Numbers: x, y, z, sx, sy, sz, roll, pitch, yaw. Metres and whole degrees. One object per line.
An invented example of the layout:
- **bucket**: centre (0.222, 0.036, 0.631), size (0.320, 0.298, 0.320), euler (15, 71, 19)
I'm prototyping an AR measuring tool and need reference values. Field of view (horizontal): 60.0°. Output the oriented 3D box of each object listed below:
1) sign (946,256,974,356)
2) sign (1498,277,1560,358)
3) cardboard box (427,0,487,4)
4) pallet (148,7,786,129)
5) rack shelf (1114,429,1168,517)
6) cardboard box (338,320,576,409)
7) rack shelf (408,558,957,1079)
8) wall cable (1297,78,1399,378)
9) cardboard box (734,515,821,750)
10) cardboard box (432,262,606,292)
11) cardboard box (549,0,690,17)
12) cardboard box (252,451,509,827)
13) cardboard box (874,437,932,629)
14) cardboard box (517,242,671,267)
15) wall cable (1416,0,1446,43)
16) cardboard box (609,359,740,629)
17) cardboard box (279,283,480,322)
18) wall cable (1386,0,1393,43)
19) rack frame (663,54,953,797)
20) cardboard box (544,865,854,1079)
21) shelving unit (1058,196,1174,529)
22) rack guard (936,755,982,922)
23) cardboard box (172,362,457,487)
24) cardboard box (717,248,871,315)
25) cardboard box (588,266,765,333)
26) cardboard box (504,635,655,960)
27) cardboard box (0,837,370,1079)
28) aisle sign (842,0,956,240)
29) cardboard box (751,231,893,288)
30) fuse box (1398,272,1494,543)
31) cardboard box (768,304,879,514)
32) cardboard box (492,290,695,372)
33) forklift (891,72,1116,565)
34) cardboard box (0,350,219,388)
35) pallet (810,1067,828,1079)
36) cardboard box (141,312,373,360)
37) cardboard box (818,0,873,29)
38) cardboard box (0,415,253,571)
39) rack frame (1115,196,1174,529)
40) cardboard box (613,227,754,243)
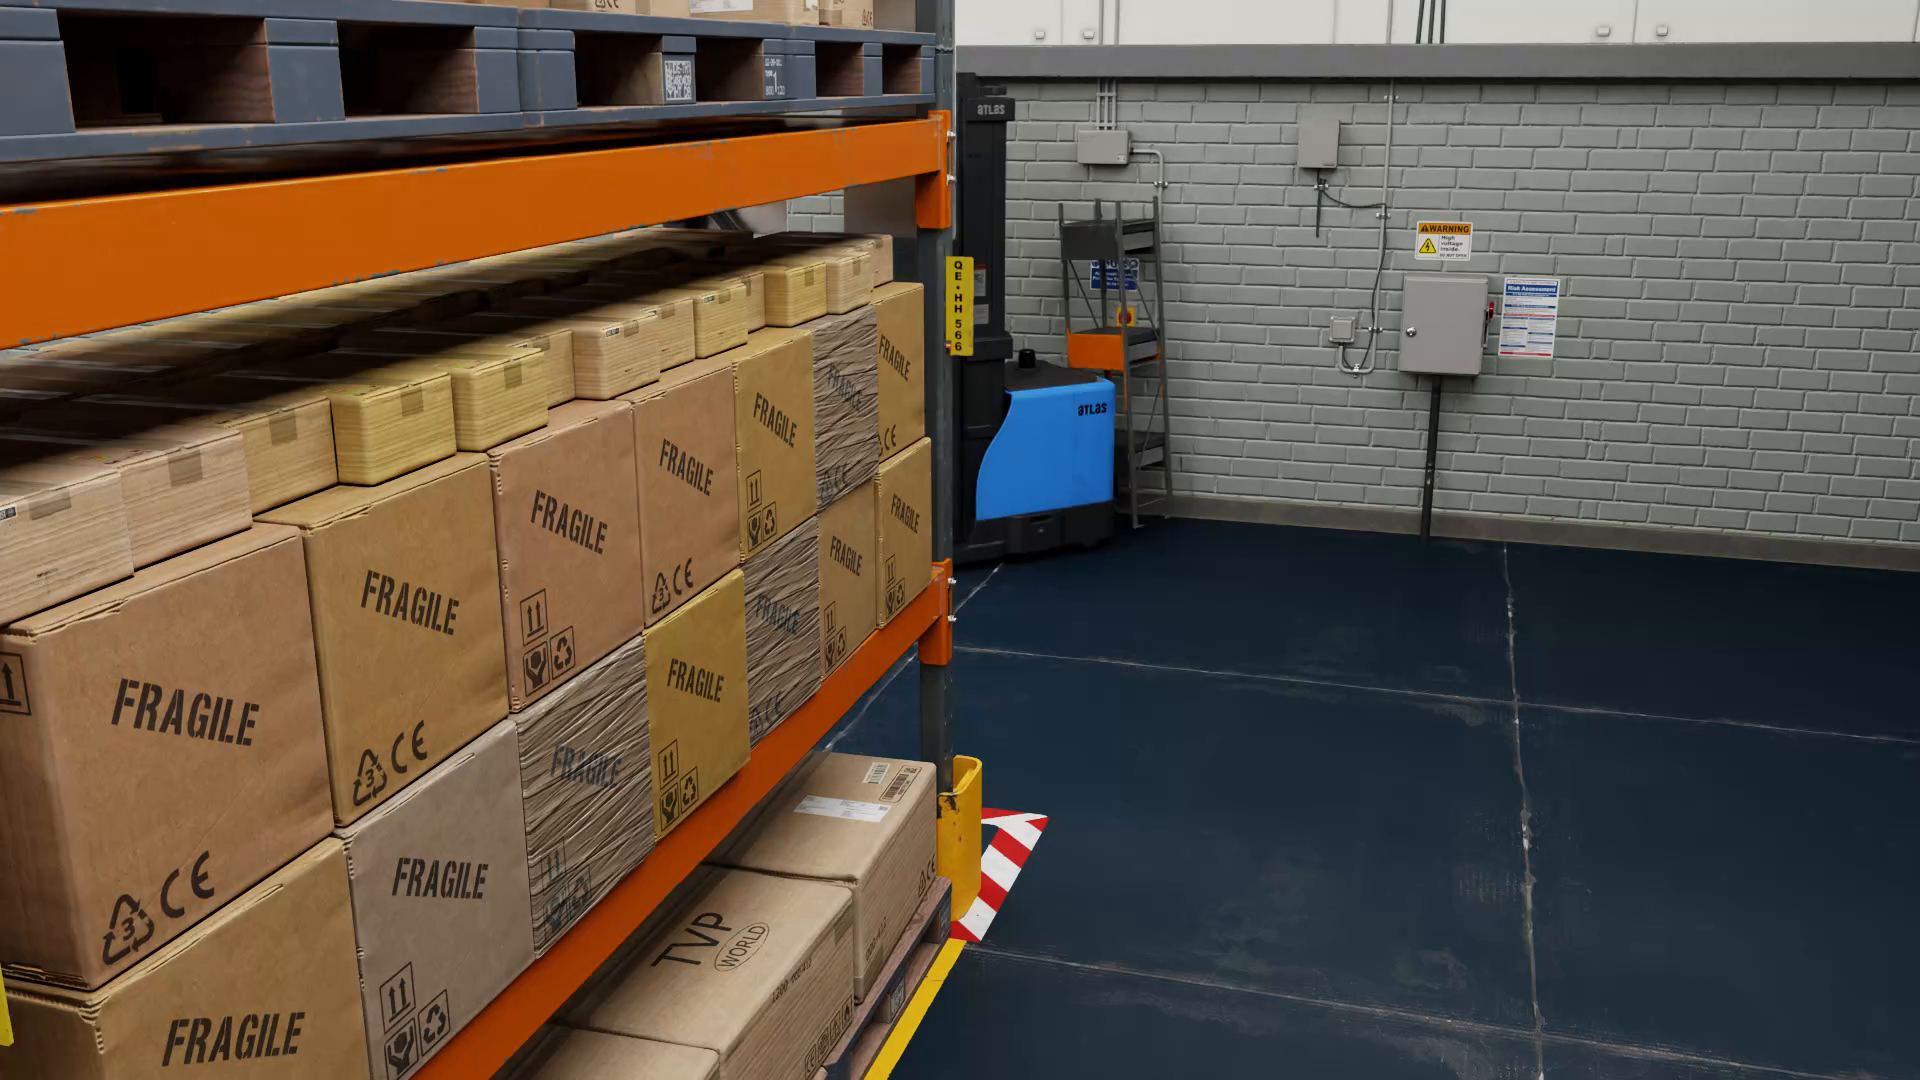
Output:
- **sign**: centre (-0.004, -0.773, 5.501), size (0.100, 0.325, 0.005), euler (5, 16, 16)
- **sign**: centre (3.564, -1.394, 10.420), size (0.329, 0.494, 0.001), euler (5, 16, 16)
- **cardboard box**: centre (-1.305, -1.199, 2.921), size (0.797, 0.503, 0.637), euler (6, 17, 20)
- **pallet**: centre (-1.066, -1.033, 3.639), size (1.003, 0.211, 1.213), euler (5, 16, 16)
- **rack shelf**: centre (1.082, -0.470, 11.058), size (0.431, 0.518, 0.480), euler (-17, 18, -41)
- **cardboard box**: centre (-1.004, -0.343, 3.336), size (0.380, 0.149, 0.250), euler (5, 16, 16)
- **rack shelf**: centre (-1.089, 0.722, 4.106), size (1.077, 0.370, 4.000), euler (5, 16, 16)
- **wall cable**: centre (2.423, -2.006, 10.544), size (0.588, 1.984, 0.122), euler (5, 16, 16)
- **cardboard box**: centre (-0.698, 0.217, 4.386), size (0.500, 0.500, 0.500), euler (5, 17, 17)
- **cardboard box**: centre (-1.158, -0.641, 4.388), size (0.380, 0.149, 0.250), euler (5, 17, 16)
- **cardboard box**: centre (-0.994, -1.410, 4.017), size (0.500, 0.311, 0.500), euler (5, 17, 17)
- **cardboard box**: centre (-1.140, 0.132, 2.850), size (0.500, 0.500, 0.500), euler (4, 16, 15)
- **cardboard box**: centre (-0.404, -0.049, 5.321), size (0.500, 0.500, 0.500), euler (5, 17, 16)
- **cardboard box**: centre (-1.077, -0.784, 4.892), size (0.380, 0.149, 0.250), euler (5, 17, 18)
- **wall cable**: centre (4.206, -4.277, 9.348), size (2.988, 3.039, 0.133), euler (5, 16, 16)
- **cardboard box**: centre (-0.838, -0.132, 3.784), size (0.500, 0.500, 0.500), euler (5, 16, 15)
- **cardboard box**: centre (-1.368, -0.515, 3.943), size (0.380, 0.149, 0.250), euler (4, 16, 15)
- **wall cable**: centre (1.546, -4.485, 10.149), size (2.355, 3.000, 0.029), euler (5, 16, 16)
- **rack frame**: centre (-0.521, -0.148, 5.852), size (1.000, 3.000, 0.127), euler (5, 16, 16)
- **cardboard box**: centre (-0.864, 1.304, 4.662), size (0.875, 0.438, 0.875), euler (5, 17, 17)
- **shelving unit**: centre (1.027, -1.162, 10.892), size (0.431, 2.100, 0.503), euler (-17, 18, -41)
- **rack guard**: centre (-0.514, 1.049, 6.216), size (1.175, 0.500, 0.348), euler (5, 16, 16)
- **cardboard box**: centre (-1.100, -0.203, 2.845), size (0.380, 0.149, 0.250), euler (5, 16, 15)
- **cardboard box**: centre (-0.472, -0.737, 4.726), size (0.380, 0.149, 0.250), euler (4, 16, 15)
- **cardboard box**: centre (-0.726, -0.611, 4.283), size (0.380, 0.149, 0.250), euler (4, 16, 15)
- **cardboard box**: centre (-0.978, 0.487, 3.431), size (0.500, 0.500, 0.500), euler (5, 17, 16)
- **cardboard box**: centre (-1.273, 0.748, 2.510), size (0.500, 0.500, 0.500), euler (5, 17, 18)
- **aisle sign**: centre (-0.203, -1.393, 5.479), size (0.394, 0.787, 0.004), euler (5, 16, 16)
- **cardboard box**: centre (-0.431, -0.879, 5.228), size (0.380, 0.149, 0.250), euler (5, 17, 17)
- **fuse box**: centre (3.032, -0.804, 10.527), size (0.539, 1.711, 0.414), euler (5, 16, 16)
- **cardboard box**: centre (-0.550, -0.393, 4.702), size (0.500, 0.500, 0.500), euler (5, 16, 16)
- **cardboard box**: centre (-0.833, -0.474, 3.799), size (0.380, 0.149, 0.250), euler (5, 17, 18)
- **forklift**: centre (-0.545, -1.288, 10.000), size (3.031, 2.935, 1.130), euler (-9, 18, -28)
- **cardboard box**: centre (-1.561, -0.240, 2.975), size (0.380, 0.149, 0.250), euler (4, 16, 15)
- **pallet**: centre (-1.021, 1.727, 4.352), size (1.003, 0.211, 1.213), euler (5, 16, 16)
- **cardboard box**: centre (-1.451, -0.377, 3.457), size (0.380, 0.149, 0.250), euler (4, 16, 15)
- **cardboard box**: centre (-0.562, -1.644, 4.953), size (0.500, 0.250, 0.500), euler (3, 16, 11)
- **cardboard box**: centre (-1.261, -0.073, 2.385), size (0.380, 0.149, 0.250), euler (5, 17, 17)
- **rack frame**: centre (1.195, -1.134, 10.718), size (0.400, 2.100, 0.015), euler (-17, 18, -41)
- **cardboard box**: centre (-0.887, -0.917, 5.362), size (0.380, 0.149, 0.250), euler (5, 17, 17)
